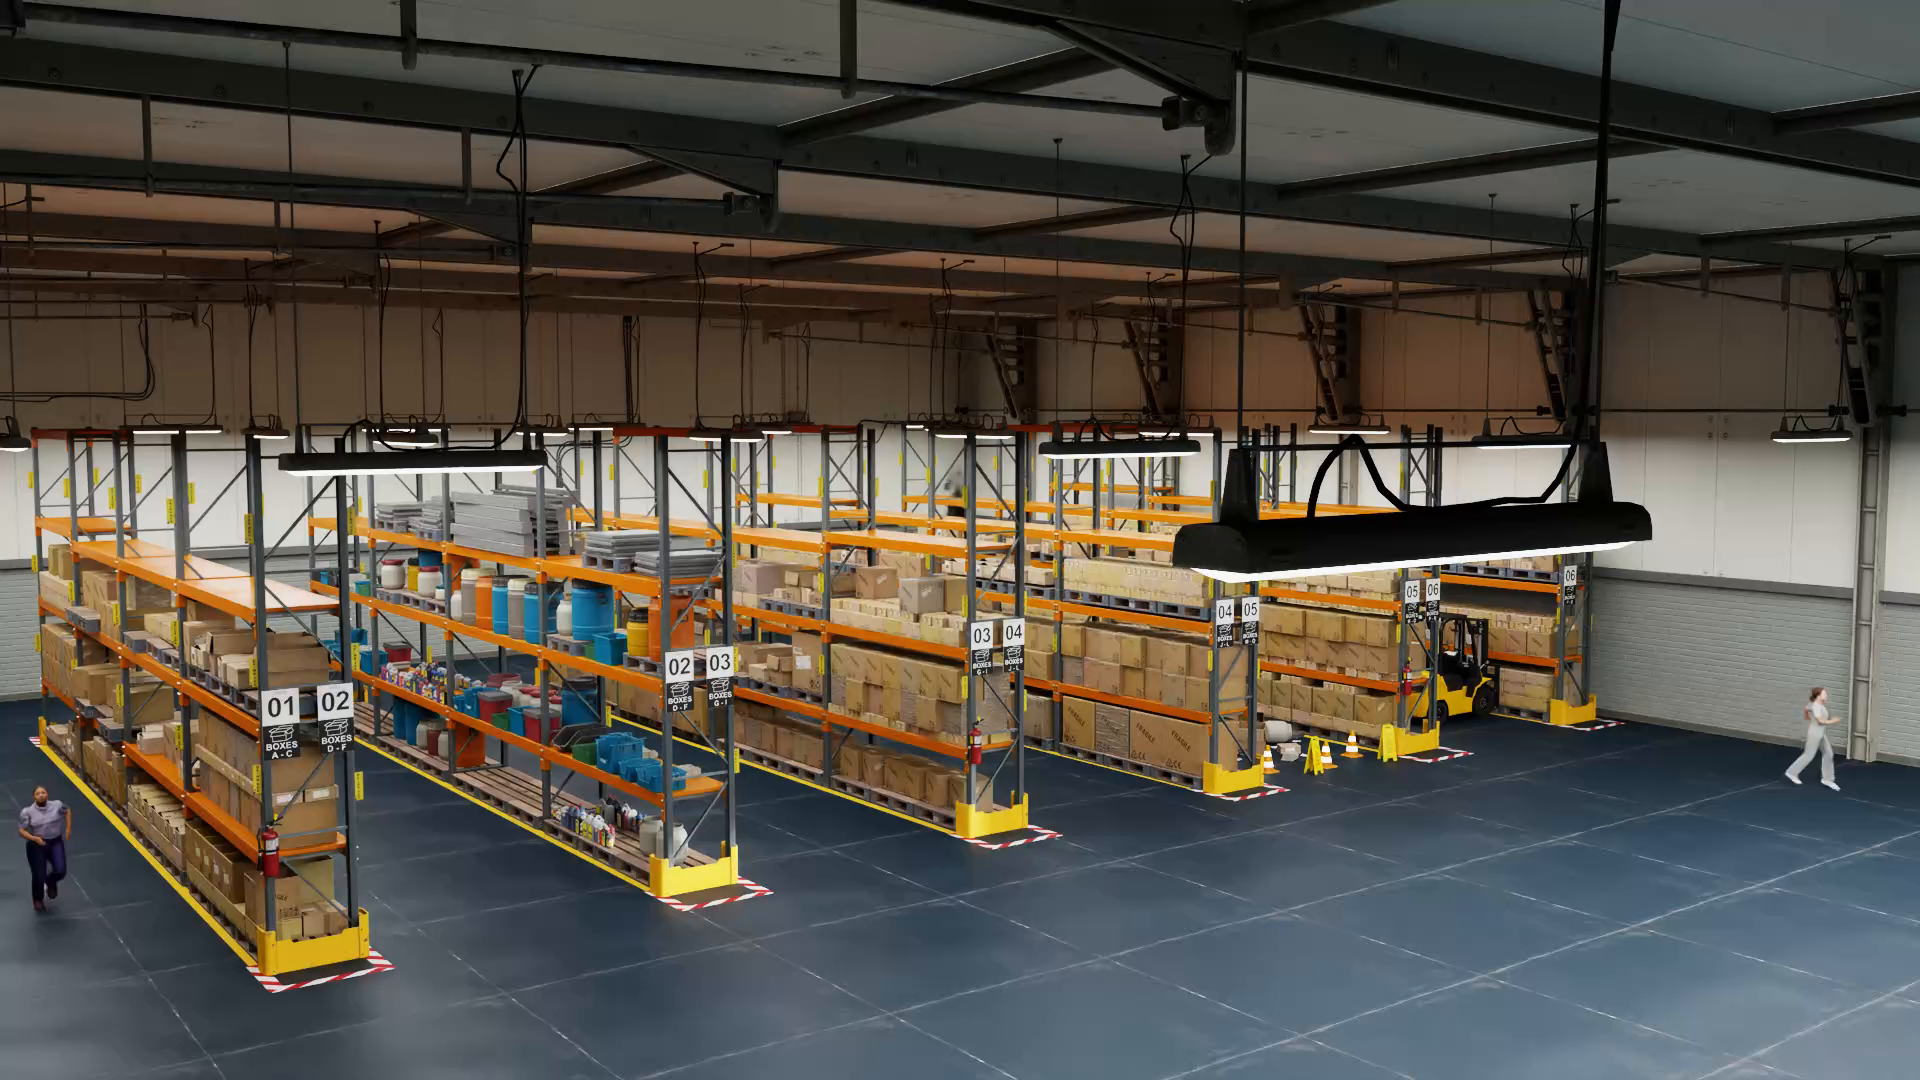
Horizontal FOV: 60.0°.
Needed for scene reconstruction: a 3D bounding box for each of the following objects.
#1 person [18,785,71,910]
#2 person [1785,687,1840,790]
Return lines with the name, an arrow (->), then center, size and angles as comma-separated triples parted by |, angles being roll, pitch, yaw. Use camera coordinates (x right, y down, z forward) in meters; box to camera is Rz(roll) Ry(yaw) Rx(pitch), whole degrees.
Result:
person -> -11.540, 3.889, 21.021 | 0.632, 1.595, 0.682 | -4, 6, -38
person -> 14.281, 3.301, 27.807 | 0.831, 1.721, 0.566 | 3, 5, 34
